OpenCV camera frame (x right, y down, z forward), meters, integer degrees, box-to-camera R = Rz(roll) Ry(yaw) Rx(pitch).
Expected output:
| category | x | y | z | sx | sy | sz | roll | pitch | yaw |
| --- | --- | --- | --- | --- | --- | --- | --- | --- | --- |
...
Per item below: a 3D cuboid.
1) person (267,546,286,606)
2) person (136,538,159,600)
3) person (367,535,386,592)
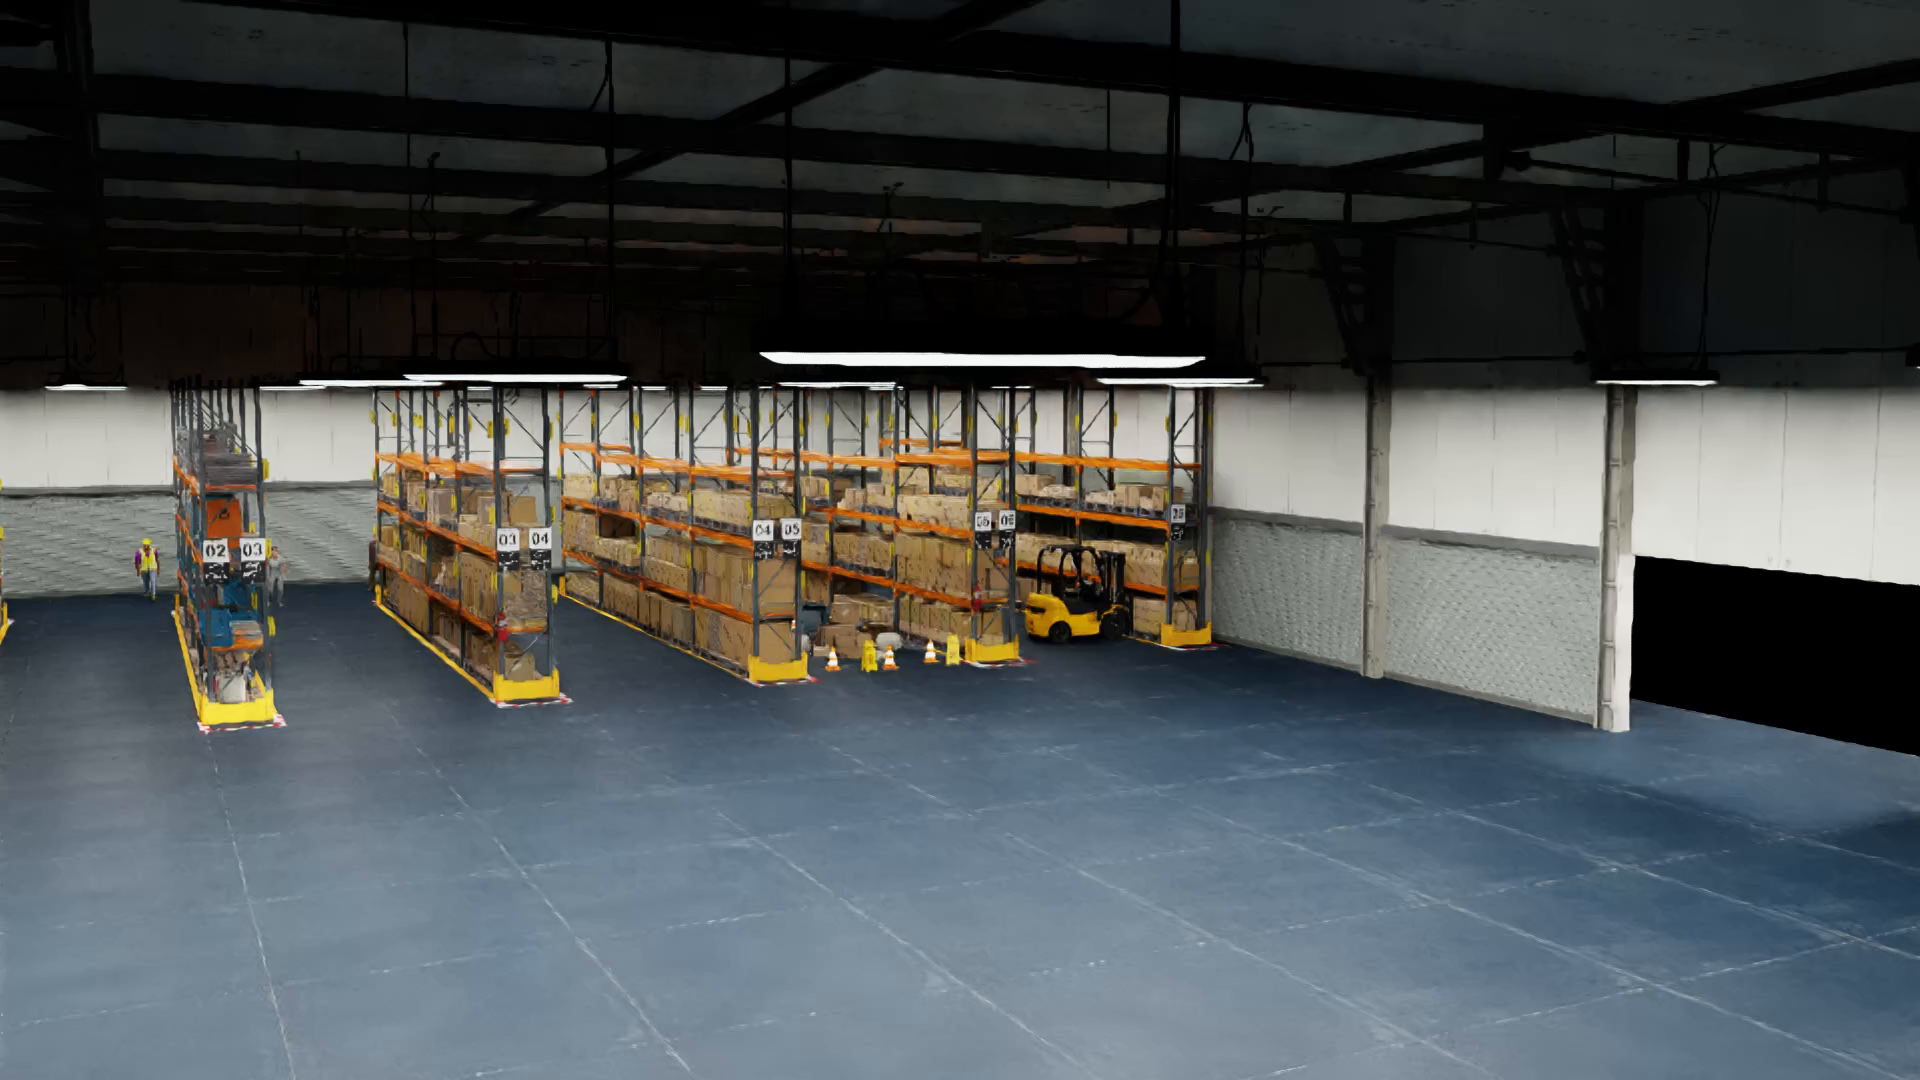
| category | x | y | z | sx | sy | sz | roll | pitch | yaw |
| --- | --- | --- | --- | --- | --- | --- | --- | --- | --- |
| person | -18.313 | 0.971 | 44.459 | 0.580 | 1.619 | 0.507 | -3 | 6 | -28 |
| person | -22.409 | 0.792 | 45.862 | 0.577 | 1.691 | 1.121 | -2 | 6 | -24 |
| person | -16.756 | 0.606 | 47.937 | 0.633 | 1.727 | 1.045 | -1 | 5 | -6 |
